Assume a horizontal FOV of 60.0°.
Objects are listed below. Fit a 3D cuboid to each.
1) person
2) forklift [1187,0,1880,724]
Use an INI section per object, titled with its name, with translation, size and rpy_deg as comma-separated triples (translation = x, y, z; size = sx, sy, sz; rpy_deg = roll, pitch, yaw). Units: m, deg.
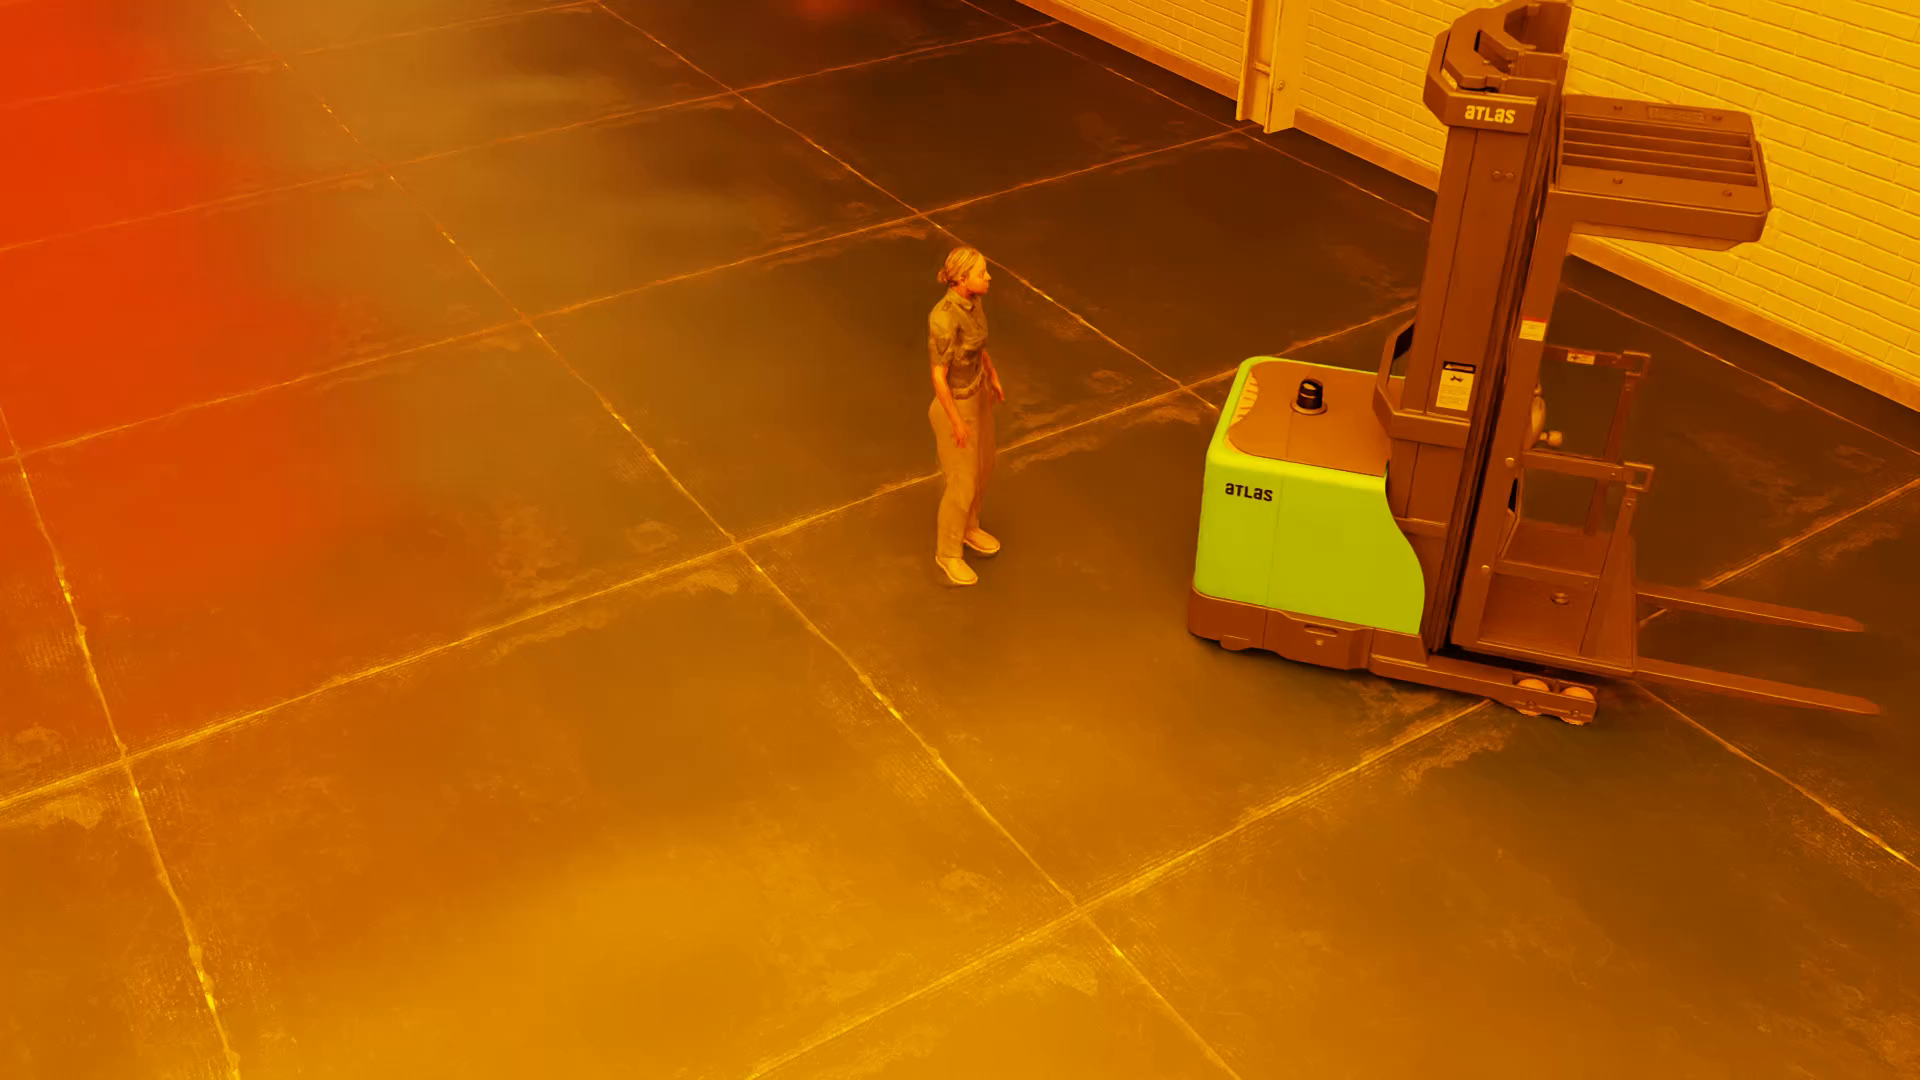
[person]
translation = 0.031, -0.648, 8.200
size = 0.362, 1.651, 0.718
rpy_deg = 10, 36, 14
[forklift]
translation = 2.666, -0.711, 7.160
size = 3.031, 2.935, 1.130
rpy_deg = 11, 36, 15
